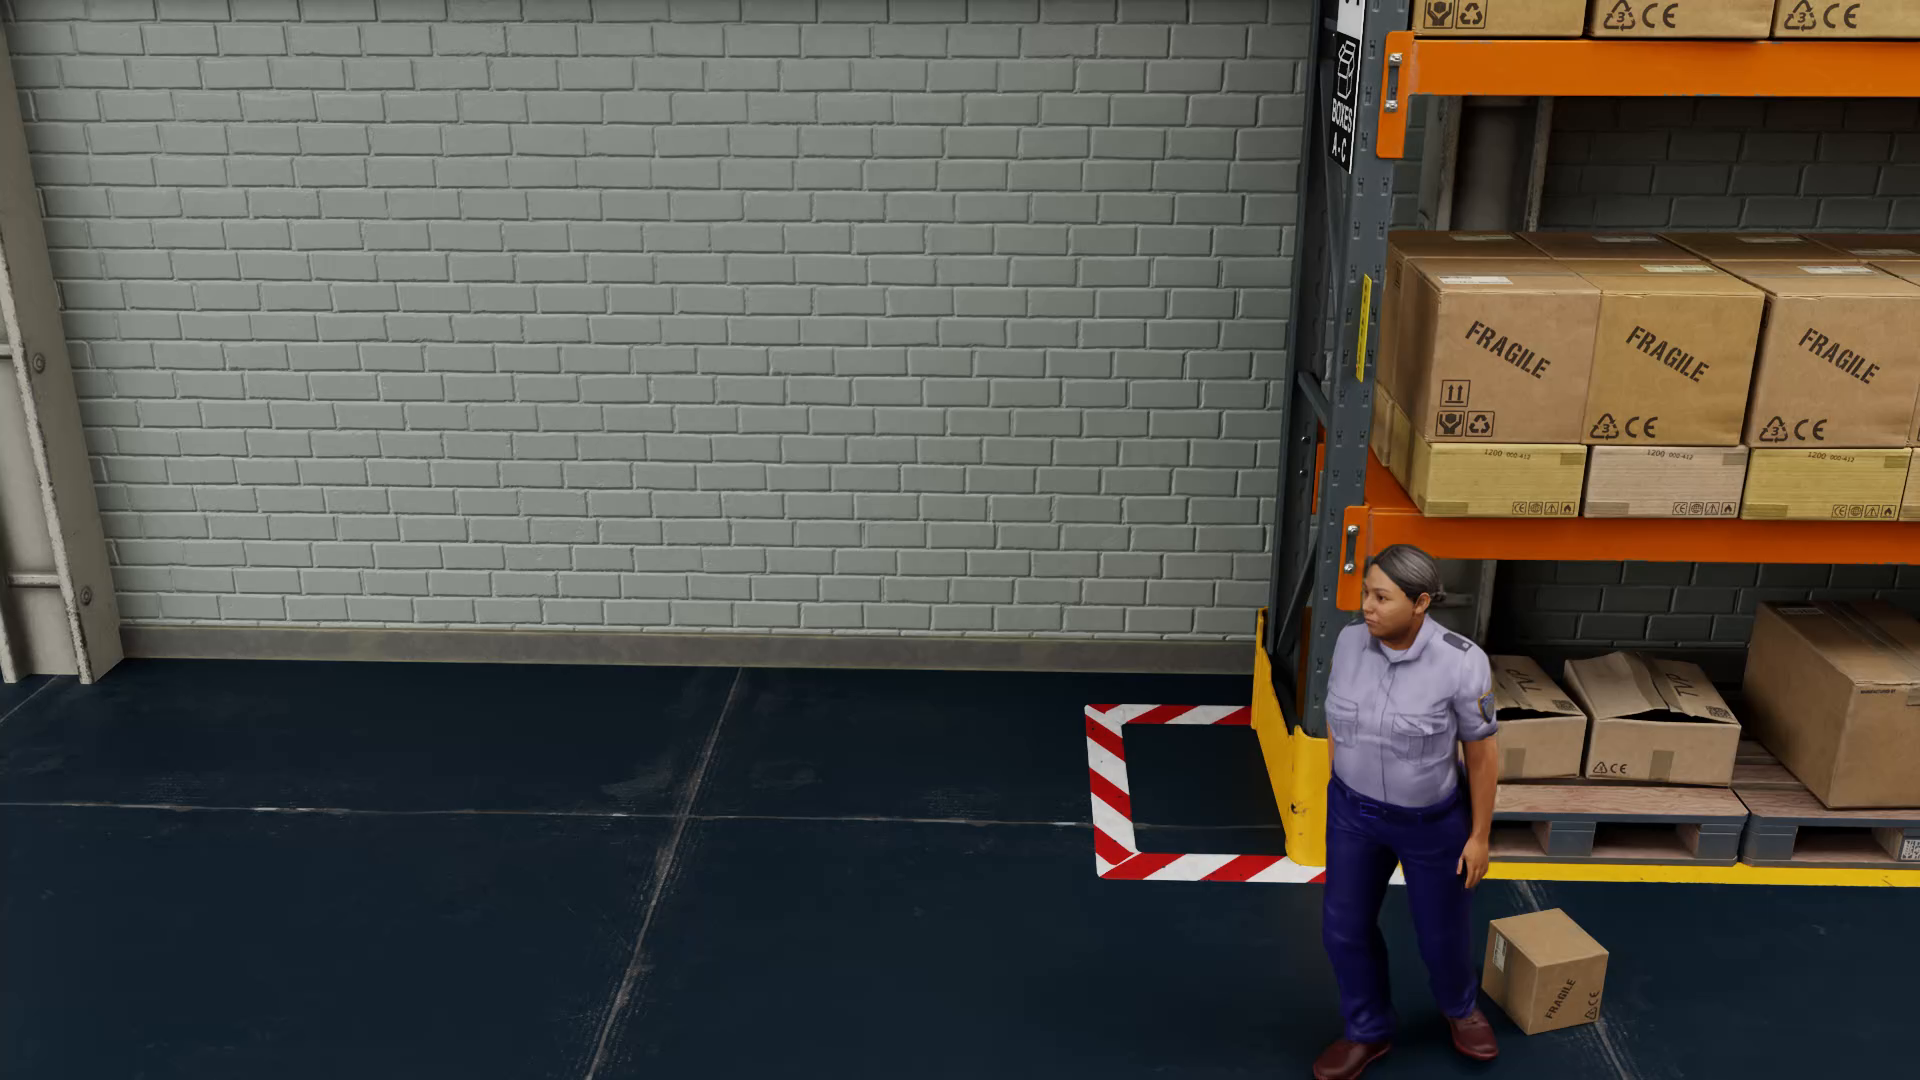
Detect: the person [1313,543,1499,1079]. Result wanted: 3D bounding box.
[{"bbox_3d":[1.280,0.753,4.637,0.549,1.632,0.554,16,26,36],"label":"person"}]
